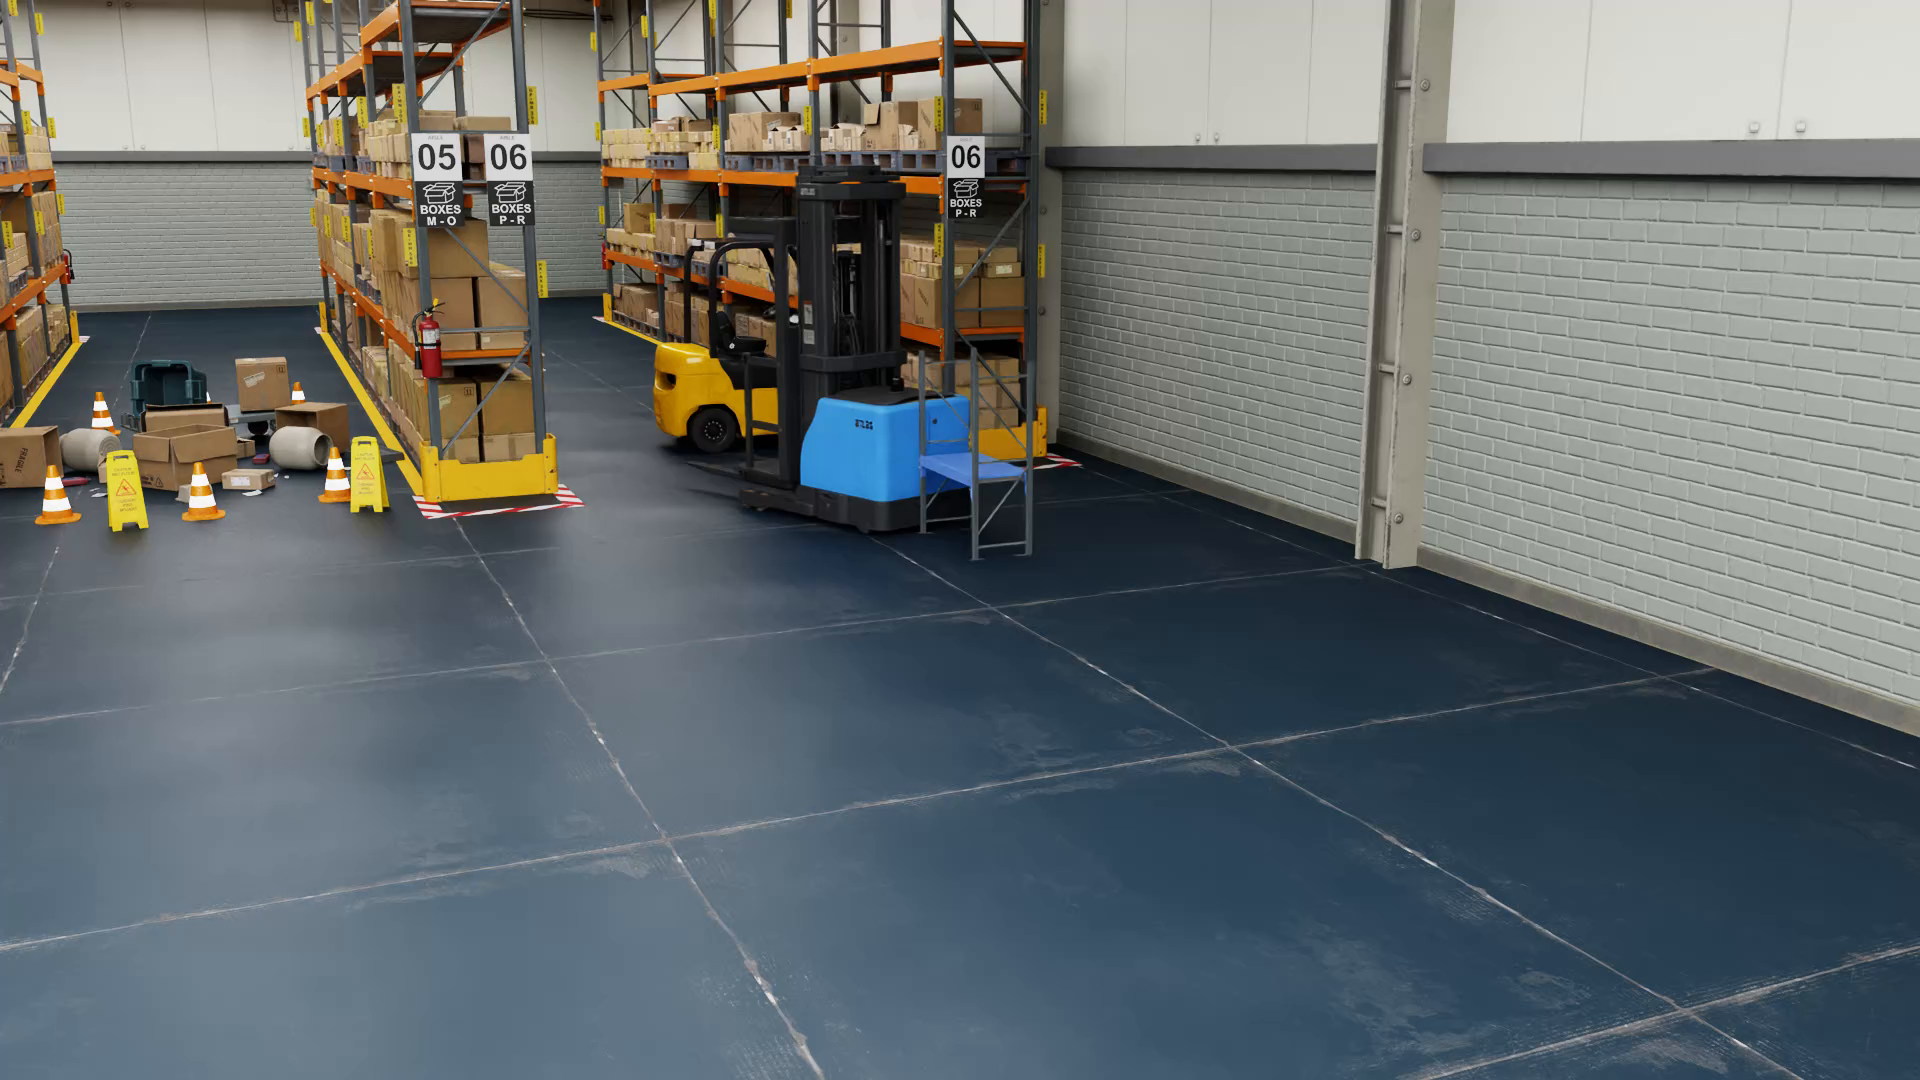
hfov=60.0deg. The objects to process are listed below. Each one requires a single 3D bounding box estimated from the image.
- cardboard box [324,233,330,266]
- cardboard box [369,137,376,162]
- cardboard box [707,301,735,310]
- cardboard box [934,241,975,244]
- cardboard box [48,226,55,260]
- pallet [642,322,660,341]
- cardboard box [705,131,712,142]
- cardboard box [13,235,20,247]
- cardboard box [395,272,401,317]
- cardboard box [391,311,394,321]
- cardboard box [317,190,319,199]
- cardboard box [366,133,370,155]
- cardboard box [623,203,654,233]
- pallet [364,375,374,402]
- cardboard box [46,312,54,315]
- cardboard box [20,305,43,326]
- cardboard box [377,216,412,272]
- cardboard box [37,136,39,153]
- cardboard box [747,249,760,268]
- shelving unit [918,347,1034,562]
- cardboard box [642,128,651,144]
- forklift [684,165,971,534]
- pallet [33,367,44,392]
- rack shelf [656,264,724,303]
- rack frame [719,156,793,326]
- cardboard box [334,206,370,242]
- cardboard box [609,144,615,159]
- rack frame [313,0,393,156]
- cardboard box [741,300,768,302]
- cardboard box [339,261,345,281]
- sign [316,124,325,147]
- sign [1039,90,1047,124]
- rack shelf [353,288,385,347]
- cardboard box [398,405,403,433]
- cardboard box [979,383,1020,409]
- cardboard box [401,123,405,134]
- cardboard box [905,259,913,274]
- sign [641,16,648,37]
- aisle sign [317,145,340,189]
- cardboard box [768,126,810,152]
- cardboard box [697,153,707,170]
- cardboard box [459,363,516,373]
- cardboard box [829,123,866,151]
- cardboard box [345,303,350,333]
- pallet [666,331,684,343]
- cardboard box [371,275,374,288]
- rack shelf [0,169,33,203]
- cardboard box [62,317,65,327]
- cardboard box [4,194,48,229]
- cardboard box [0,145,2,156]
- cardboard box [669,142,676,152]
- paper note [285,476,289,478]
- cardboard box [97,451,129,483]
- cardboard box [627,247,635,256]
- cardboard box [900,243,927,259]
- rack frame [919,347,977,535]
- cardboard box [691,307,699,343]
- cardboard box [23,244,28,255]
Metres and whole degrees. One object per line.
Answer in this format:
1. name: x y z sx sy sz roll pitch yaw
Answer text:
1. cardboard box: -9.899 -4.673 26.686 0.500 0.500 0.500 -6 14 -24
2. cardboard box: -5.923 -4.108 17.487 0.500 0.250 0.500 -6 14 -24
3. cardboard box: -3.601 -3.518 25.093 0.380 0.149 0.250 -5 14 -21
4. cardboard box: -0.059 -3.189 18.178 0.380 0.149 0.250 -6 14 -24
5. cardboard box: -14.130 -4.511 25.326 0.500 0.500 0.500 -5 14 -20
6. pallet: -4.780 -3.576 28.351 1.003 0.211 1.213 -6 14 -23
7. cardboard box: -3.474 -5.852 24.138 0.380 0.149 0.250 -6 14 -25
8. cardboard box: -12.893 -4.019 22.387 0.380 0.149 0.250 -6 14 -23
9. cardboard box: -5.295 -2.459 16.459 0.500 0.500 0.500 -5 14 -22
10. cardboard box: -5.867 -2.426 17.758 0.380 0.149 0.250 -5 14 -21
11. cardboard box: -10.597 -5.811 27.948 0.380 0.149 0.250 -5 14 -21
12. cardboard box: -6.616 -4.601 19.347 0.500 0.250 0.500 -5 14 -22
13. cardboard box: -5.572 -5.628 29.044 0.500 0.500 0.500 -5 14 -22
14. pallet: -7.139 -1.997 21.528 1.003 0.211 1.213 -6 14 -23
15. cardboard box: -14.098 -3.396 25.461 0.380 0.149 0.250 -6 14 -23
16. cardboard box: -13.018 -3.096 23.044 0.500 0.250 0.500 -6 14 -24
17. cardboard box: -5.145 -2.832 15.854 0.700 0.500 0.500 -6 14 -24
18. cardboard box: -14.132 -5.944 24.972 0.500 0.250 0.500 -6 14 -25
19. cardboard box: -2.557 -3.809 22.400 0.500 0.250 0.500 -6 14 -24
20. shelving unit: 0.114 -0.696 13.053 0.538 1.500 1.048 -6 14 -24
21. cardboard box: -4.929 -6.651 27.368 0.500 0.250 0.500 -6 14 -23
22. forklift: -1.289 -1.745 14.407 1.130 2.935 3.031 -12 18 -42
23. pallet: -12.742 -2.103 21.990 1.003 0.211 1.213 -6 14 -23
24. rack shelf: -3.705 -4.028 25.719 1.077 0.370 4.000 -6 14 -23
25. rack frame: -2.904 -3.966 23.852 1.000 3.000 0.127 -6 14 -23
26. cardboard box: -8.712 -4.556 23.962 0.500 0.500 0.500 -6 14 -24
27. cardboard box: -5.959 -6.932 29.690 0.500 0.250 0.500 -5 14 -22
28. rack frame: -9.053 -7.266 24.806 1.000 3.000 0.127 -6 14 -23
29. cardboard box: -3.106 -3.570 25.318 0.380 0.149 0.250 -6 14 -26
30. cardboard box: -8.527 -3.837 23.629 0.500 0.250 0.500 -6 14 -24
31. sign: -9.561 -6.044 24.859 0.100 0.325 0.005 -6 14 -23
32. sign: 0.812 -4.288 16.477 0.100 0.325 0.005 -6 14 -23
33. rack shelf: -6.649 -2.753 20.208 1.077 0.370 4.000 -6 14 -23
34. cardboard box: -5.635 -1.300 17.500 0.500 0.250 0.500 -5 14 -20
35. cardboard box: 0.303 -1.537 17.418 0.500 0.250 0.500 -5 14 -22
36. cardboard box: -4.839 -3.742 15.023 0.380 0.149 0.250 -6 14 -24
37. cardboard box: -0.361 -2.885 17.525 0.380 0.149 0.250 -6 14 -23
38. sign: -5.011 -8.163 26.437 0.100 0.325 0.005 -6 14 -23
39. aisle sign: -10.949 -6.425 28.711 0.394 0.787 0.004 -6 14 -23
40. cardboard box: -2.122 -5.097 21.131 0.500 0.311 0.500 -6 14 -25
41. cardboard box: -3.534 -5.542 24.343 0.500 0.250 0.500 -6 14 -23
42. cardboard box: -4.732 -1.503 16.714 0.500 0.500 0.500 -5 14 -22
43. cardboard box: -1.192 -4.617 19.057 0.500 0.311 0.500 -5 14 -22
44. cardboard box: -9.565 -3.624 27.125 0.875 0.438 0.875 -6 14 -25
45. pallet: -4.146 -3.269 27.026 1.003 0.211 1.213 -6 14 -23
46. cardboard box: -6.638 -3.012 19.358 0.380 0.149 0.250 -5 14 -22
47. rack shelf: -12.747 -4.573 21.418 1.077 0.370 4.000 -6 14 -23
48. cardboard box: -14.467 -3.472 26.449 0.380 0.149 0.250 -6 14 -25
49. cardboard box: -13.900 -4.884 24.720 0.500 0.500 0.500 -5 14 -22
50. cardboard box: -11.930 -4.701 20.154 0.500 0.500 0.500 -6 14 -23
51. cardboard box: -4.246 -6.023 25.492 0.380 0.149 0.250 -5 14 -22
52. paper note: -6.466 -0.607 15.970 0.032 0.001 0.123 -6 14 -23
53. cardboard box: -7.967 -0.702 15.812 0.396 0.266 0.258 -3 13 -13
54. cardboard box: -5.633 -5.080 29.225 0.380 0.149 0.250 -5 14 -22
55. cardboard box: -0.530 -3.079 17.702 0.380 0.149 0.250 -5 14 -22
56. rack frame: -0.095 -0.801 13.504 0.500 1.500 0.032 -6 14 -24
57. cardboard box: -3.898 -3.338 25.754 0.500 0.500 0.500 -6 14 -25
58. cardboard box: -13.207 -4.038 23.130 0.380 0.149 0.250 -5 14 -21
